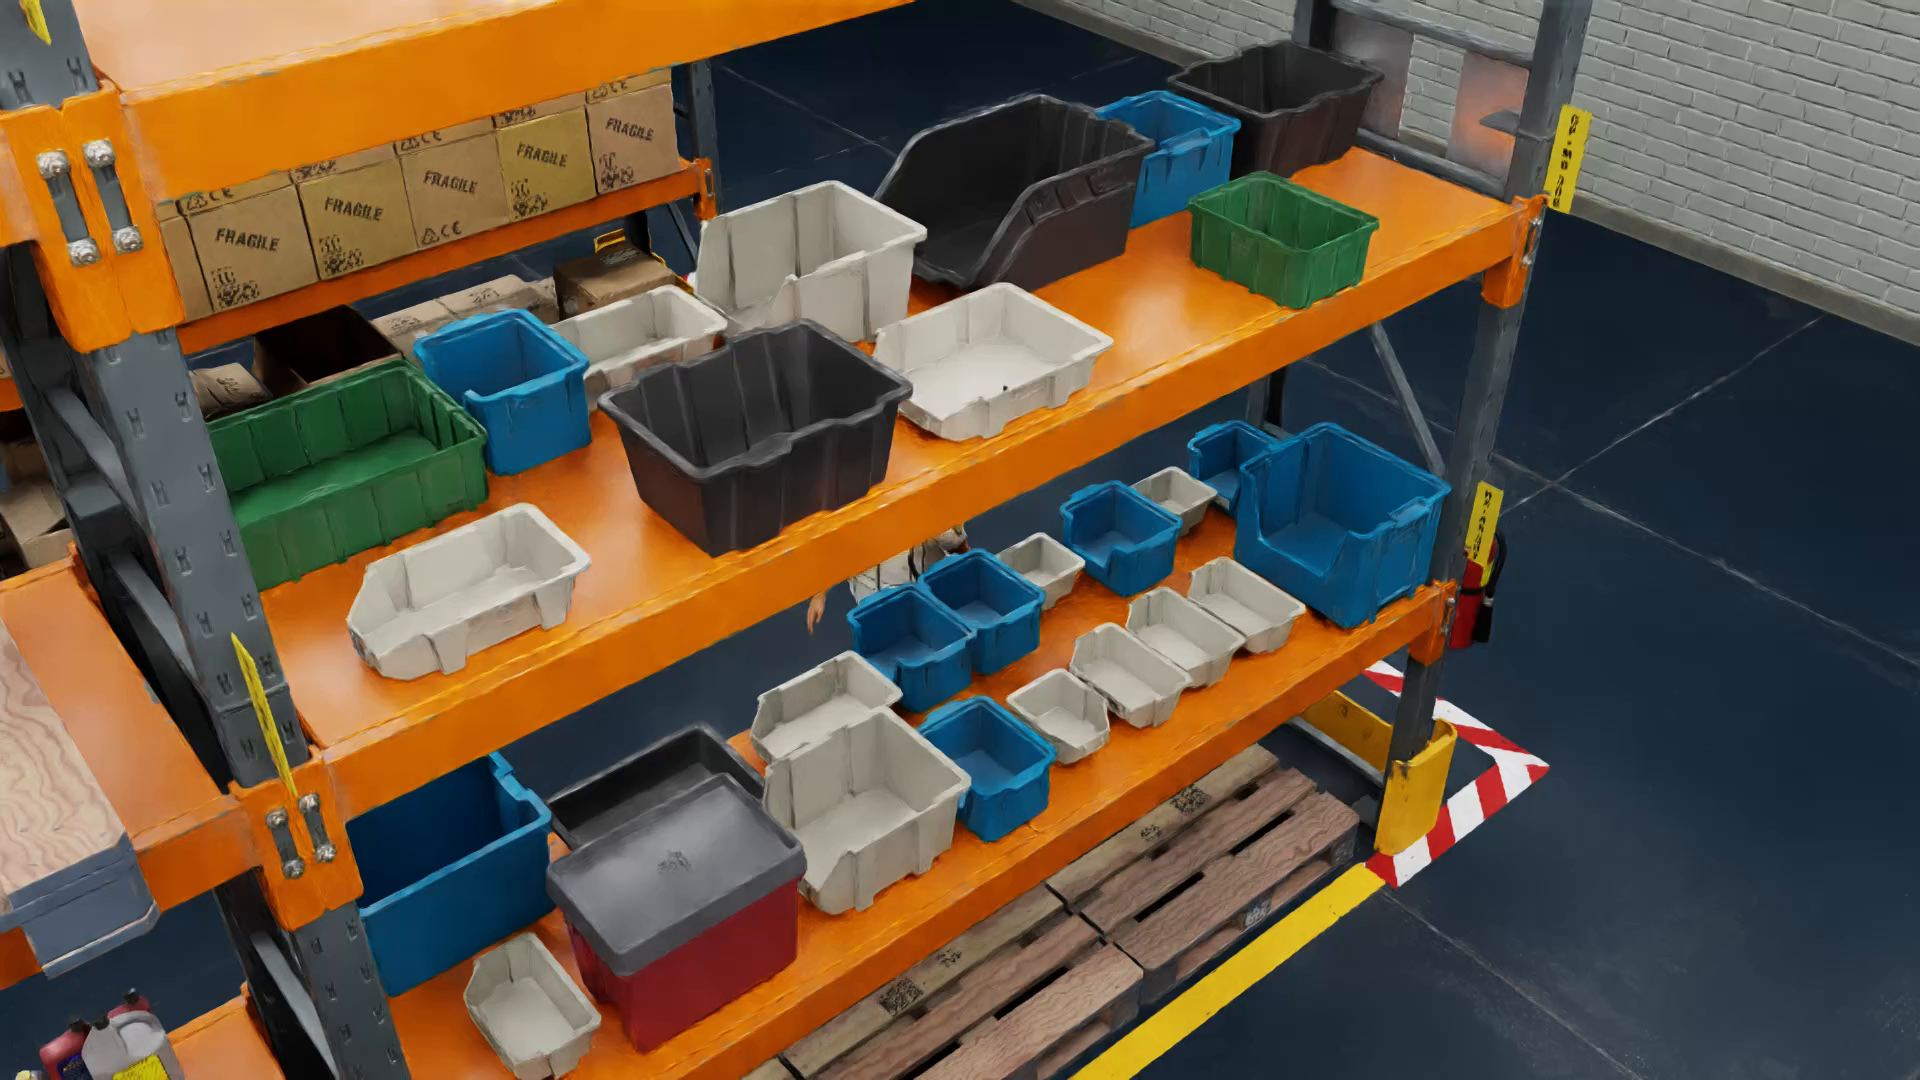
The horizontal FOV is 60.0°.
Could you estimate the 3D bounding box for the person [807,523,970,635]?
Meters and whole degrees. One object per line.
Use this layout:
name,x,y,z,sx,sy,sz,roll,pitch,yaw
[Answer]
person,-0.261,0.262,6.709,0.604,1.644,0.826,16,39,20
